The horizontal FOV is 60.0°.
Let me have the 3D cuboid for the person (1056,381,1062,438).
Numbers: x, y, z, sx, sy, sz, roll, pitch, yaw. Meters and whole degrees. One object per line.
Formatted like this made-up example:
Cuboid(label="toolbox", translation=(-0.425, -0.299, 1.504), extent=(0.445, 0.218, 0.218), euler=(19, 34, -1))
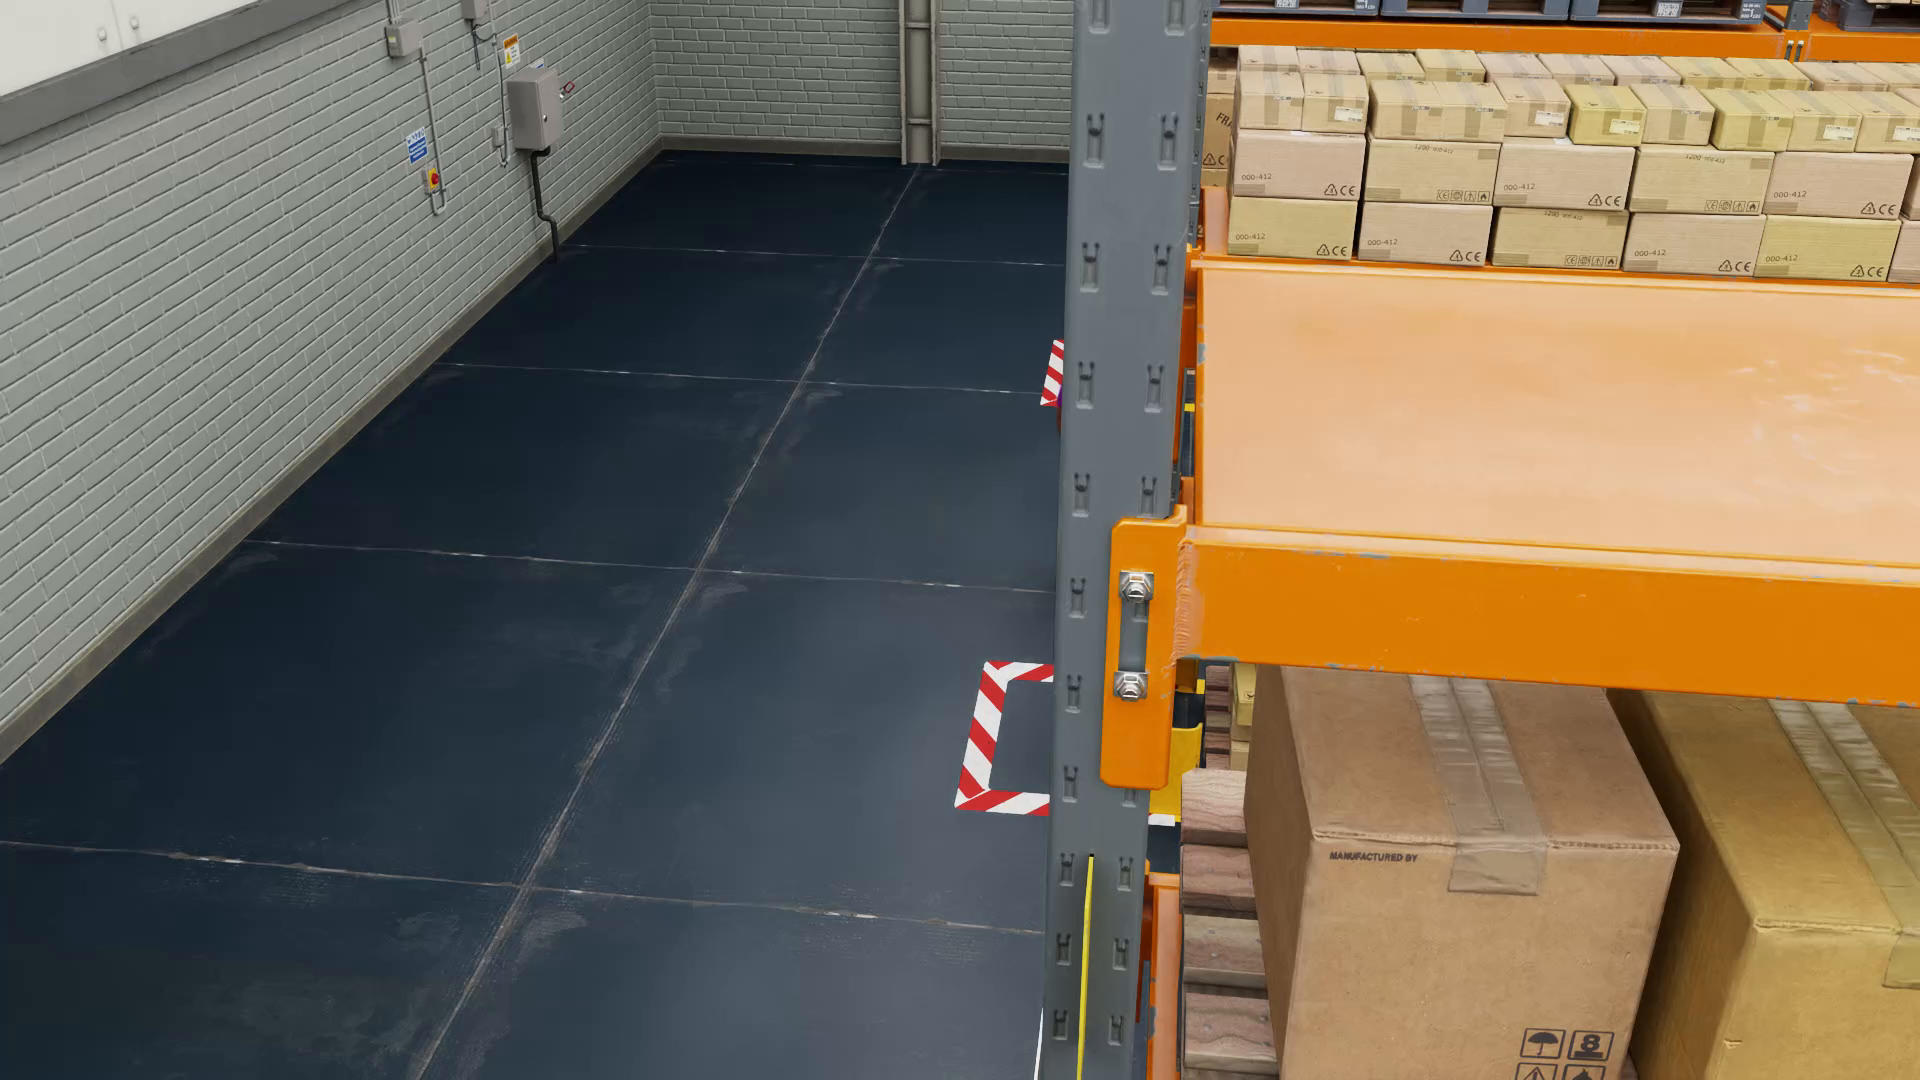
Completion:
Cuboid(label="person", translation=(0.850, -0.509, 9.704), extent=(0.588, 1.725, 0.437), euler=(4, 28, 7))
